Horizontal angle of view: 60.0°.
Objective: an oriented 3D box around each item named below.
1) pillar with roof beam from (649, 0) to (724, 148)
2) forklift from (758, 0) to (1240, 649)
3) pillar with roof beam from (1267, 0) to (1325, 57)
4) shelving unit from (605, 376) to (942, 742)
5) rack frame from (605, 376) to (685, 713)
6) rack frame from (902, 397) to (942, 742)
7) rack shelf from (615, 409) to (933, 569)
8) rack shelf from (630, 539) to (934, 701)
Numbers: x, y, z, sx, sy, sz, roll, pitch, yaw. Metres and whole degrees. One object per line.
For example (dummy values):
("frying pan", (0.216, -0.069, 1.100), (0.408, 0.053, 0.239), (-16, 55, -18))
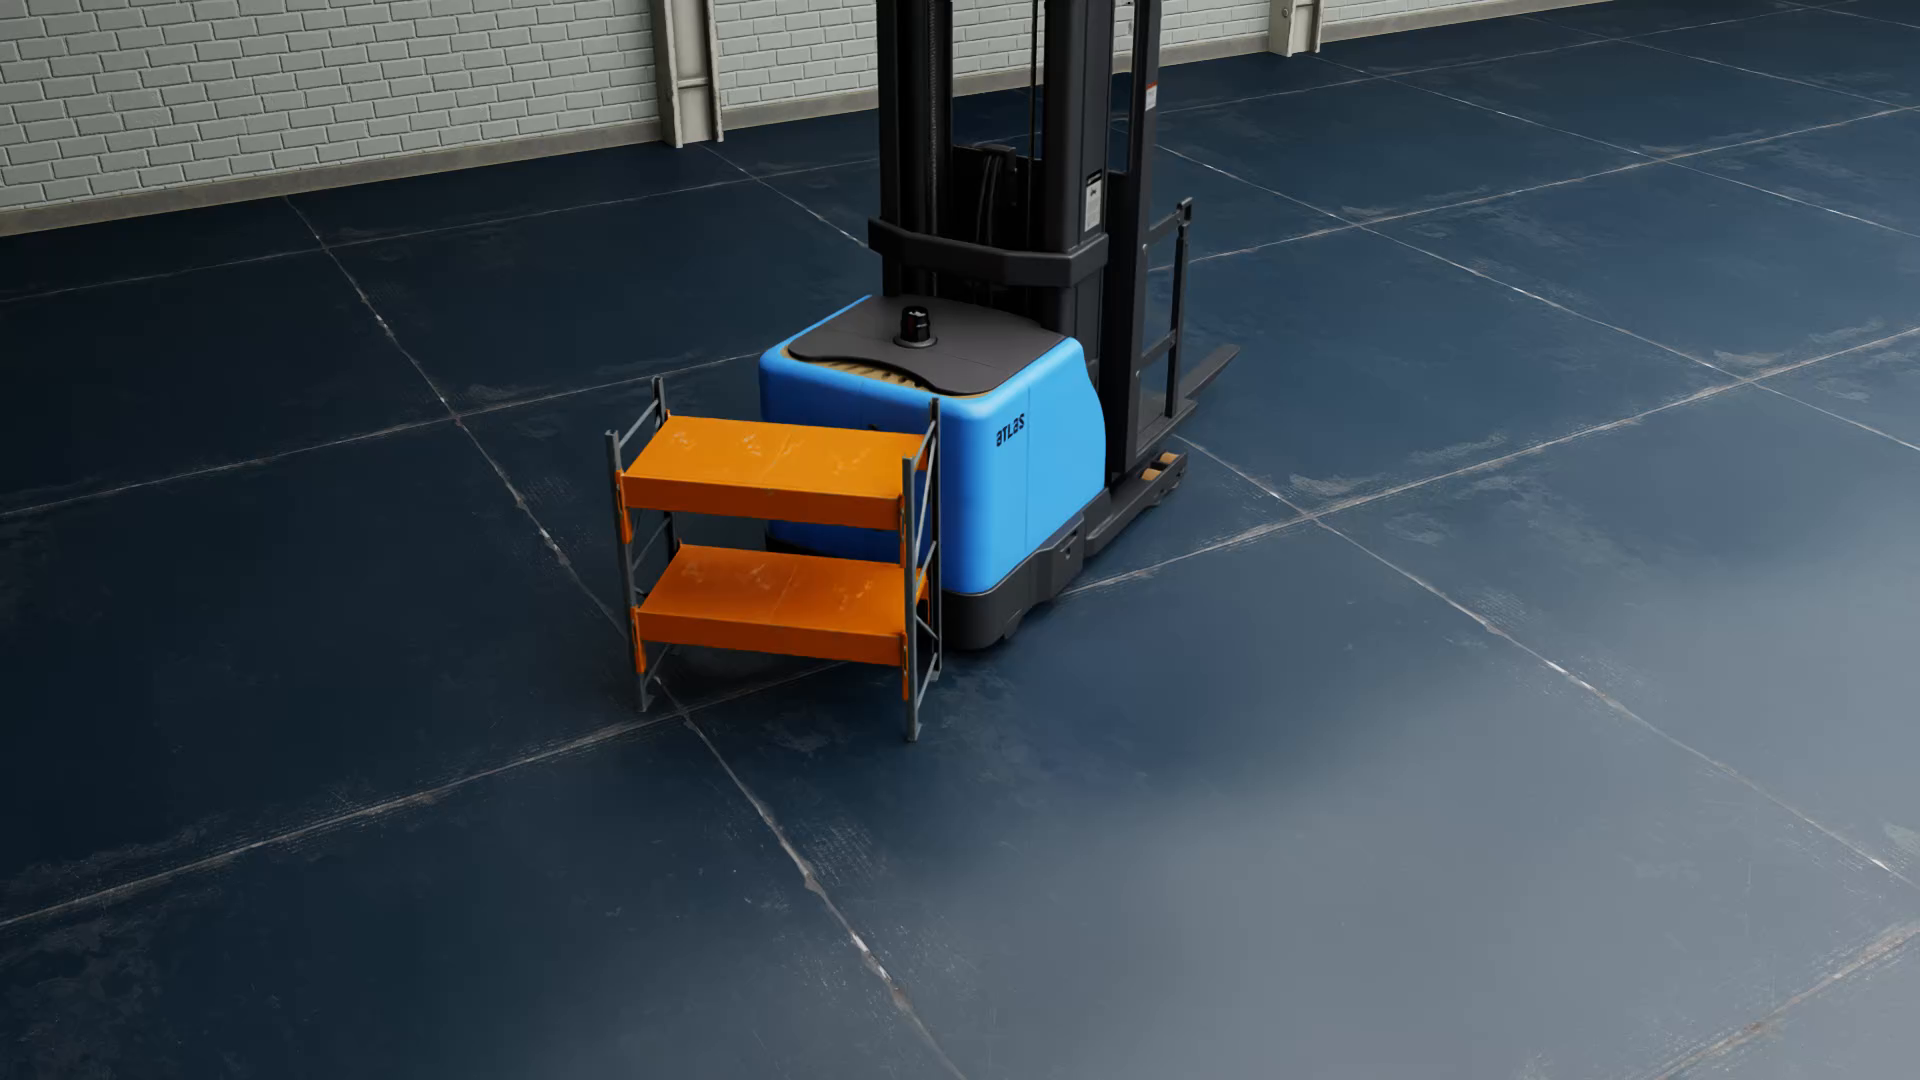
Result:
("pillar with roof beam", (0.113, -5.241, 7.434), (0.400, 9.000, 9.100), (-16, 33, -26))
("forklift", (0.395, -1.542, 7.010), (1.130, 2.935, 3.031), (16, 33, 26))
("pillar with roof beam", (5.286, -6.710, 10.095), (0.400, 9.000, 9.100), (-16, 33, -26))
("shelving unit", (-0.629, 0.067, 5.965), (1.048, 1.125, 0.538), (5, 29, 9))
("rack frame", (-1.130, 0.023, 6.044), (0.032, 1.125, 0.500), (5, 29, 9))
("rack frame", (-0.129, 0.110, 5.886), (0.032, 1.125, 0.500), (5, 29, 9))
("rack shelf", (-0.629, -0.189, 5.823), (1.000, 0.278, 0.538), (5, 29, 9))
("rack shelf", (-0.629, 0.281, 6.083), (1.000, 0.278, 0.538), (5, 29, 9))
